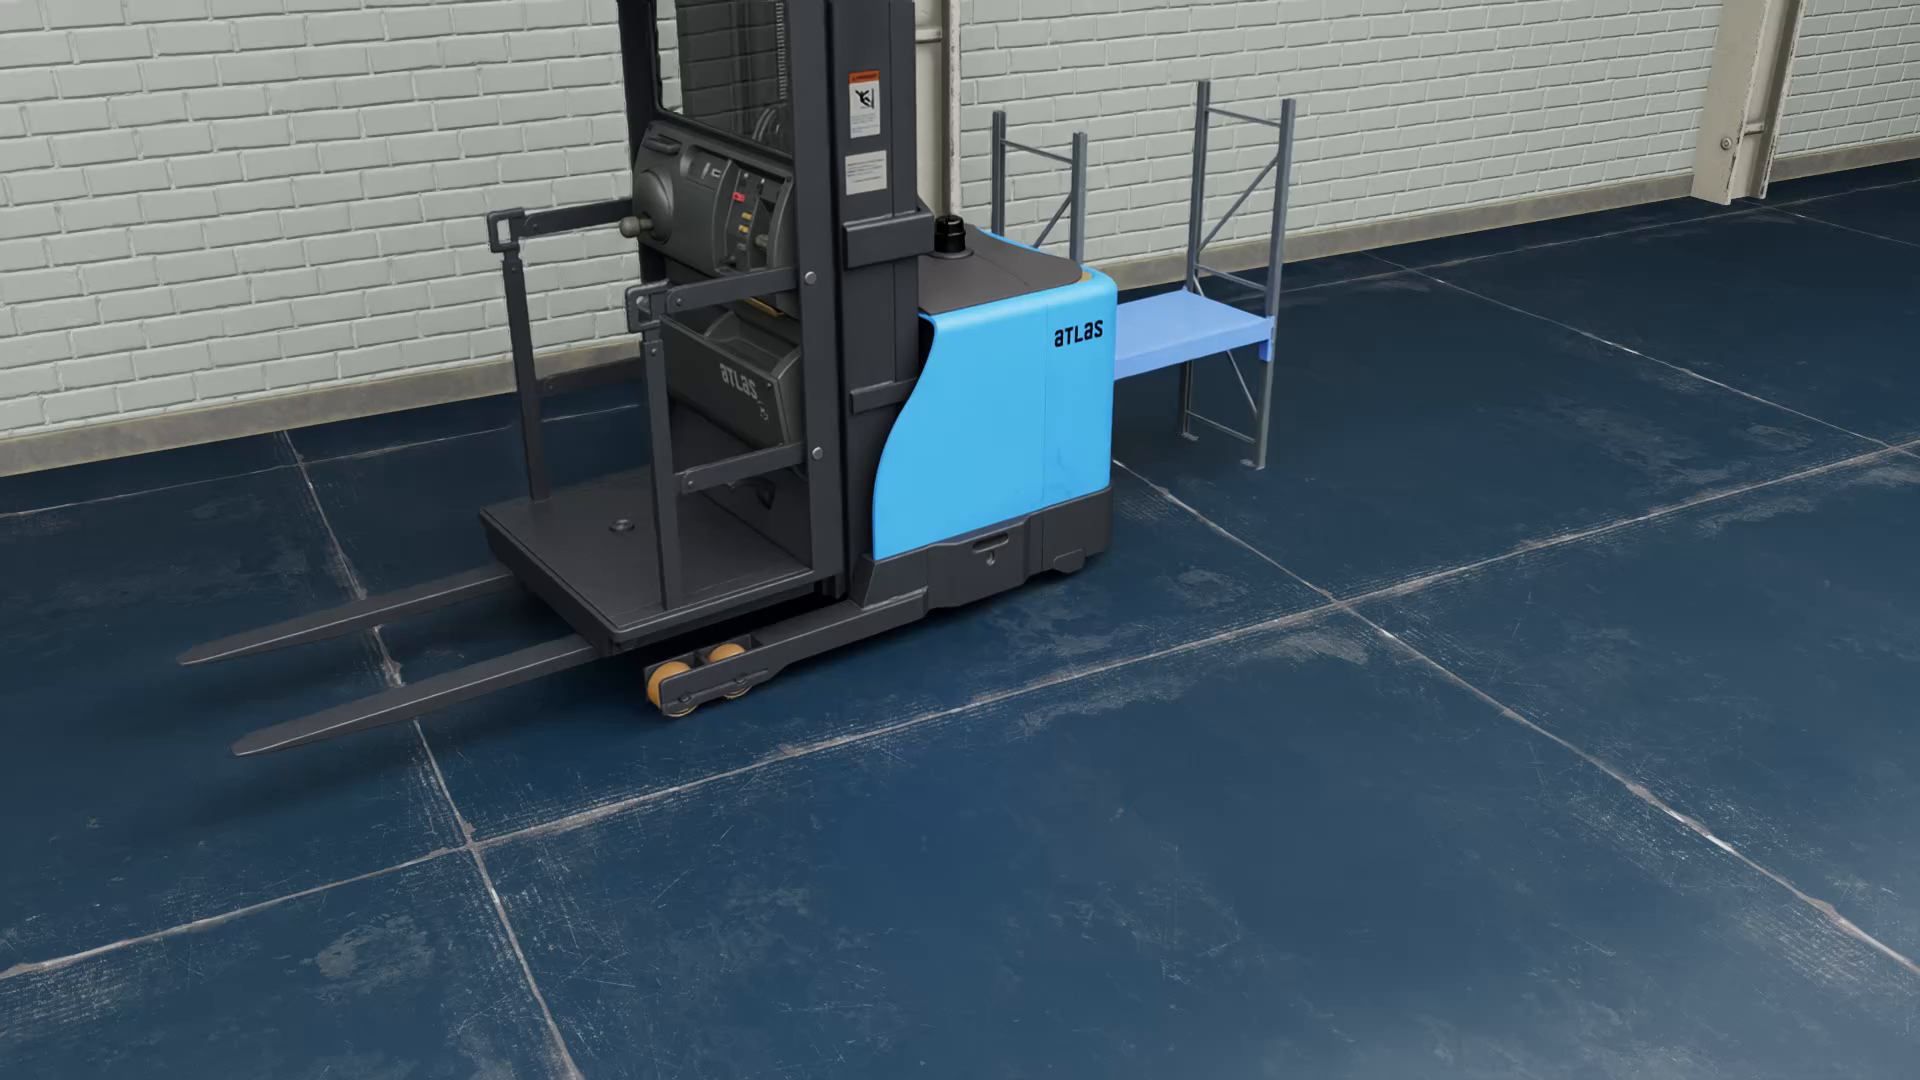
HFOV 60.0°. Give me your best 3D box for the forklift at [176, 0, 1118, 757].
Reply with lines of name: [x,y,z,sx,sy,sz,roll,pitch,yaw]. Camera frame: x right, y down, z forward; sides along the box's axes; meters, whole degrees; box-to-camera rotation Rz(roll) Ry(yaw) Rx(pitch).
forklift: [-0.940,-1.036,5.022,3.031,2.935,1.130,-17,31,-32]

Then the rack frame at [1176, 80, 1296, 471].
rack frame: [1.098,-1.054,6.712,0.032,1.500,0.500,-17,31,-32]

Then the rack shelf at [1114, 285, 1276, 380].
rack shelf: [0.687,-0.762,6.520,1.000,0.185,0.538,-17,31,-32]

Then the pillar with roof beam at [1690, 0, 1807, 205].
pillar with roof beam: [7.080,-4.681,5.602,0.400,9.000,9.100,-13,29,-25]

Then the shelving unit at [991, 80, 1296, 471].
shelving unit: [0.687,-0.924,6.442,1.048,1.500,0.538,-17,31,-32]

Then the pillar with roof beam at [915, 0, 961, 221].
pillar with roof beam: [1.785,-3.459,3.057,0.400,9.000,9.100,-13,29,-25]

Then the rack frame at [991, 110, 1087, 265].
rack frame: [0.276,-0.794,6.172,0.032,1.500,0.500,-17,31,-32]
